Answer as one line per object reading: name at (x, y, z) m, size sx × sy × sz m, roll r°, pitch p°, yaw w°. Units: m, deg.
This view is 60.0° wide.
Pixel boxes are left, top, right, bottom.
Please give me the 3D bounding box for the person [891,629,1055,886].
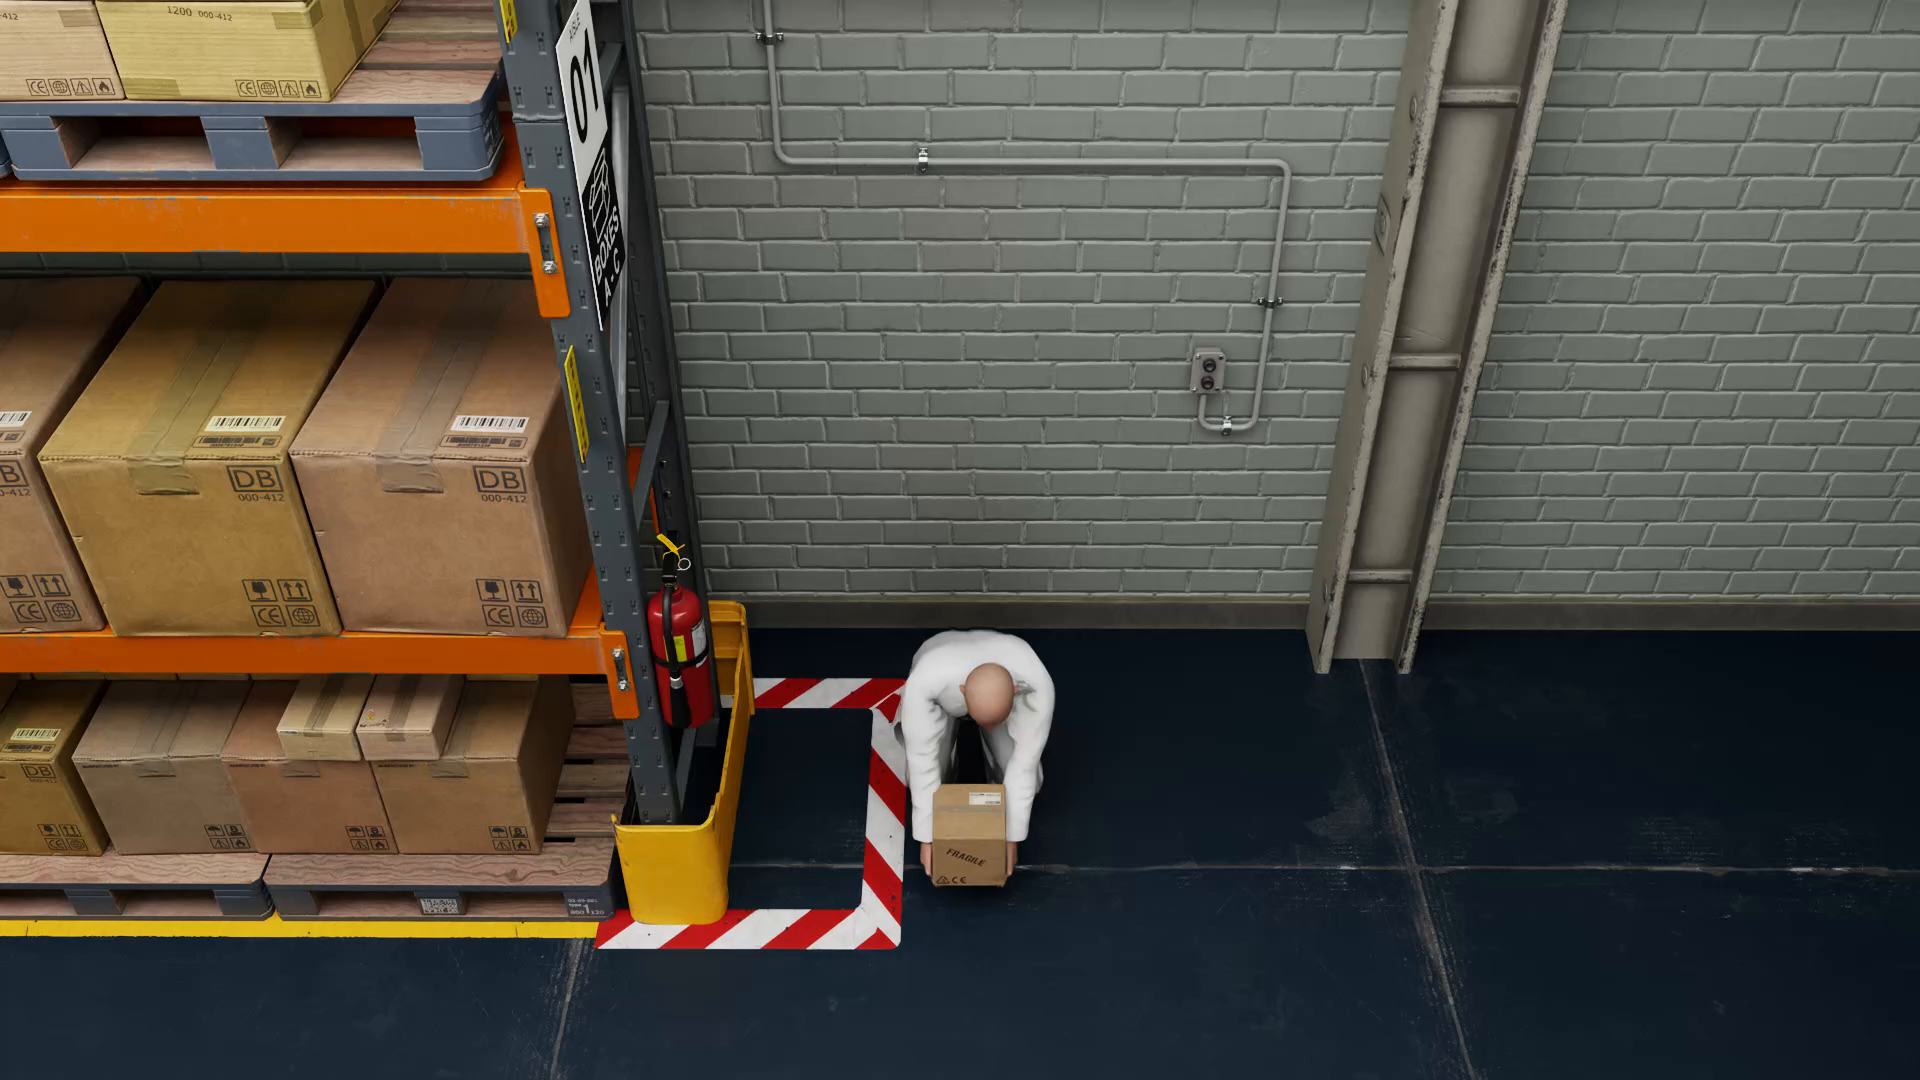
person at (0.040, 0.678, 5.964) m, size 0.581 × 0.988 × 0.920 m, roll -1°, pitch 39°, yaw -1°
